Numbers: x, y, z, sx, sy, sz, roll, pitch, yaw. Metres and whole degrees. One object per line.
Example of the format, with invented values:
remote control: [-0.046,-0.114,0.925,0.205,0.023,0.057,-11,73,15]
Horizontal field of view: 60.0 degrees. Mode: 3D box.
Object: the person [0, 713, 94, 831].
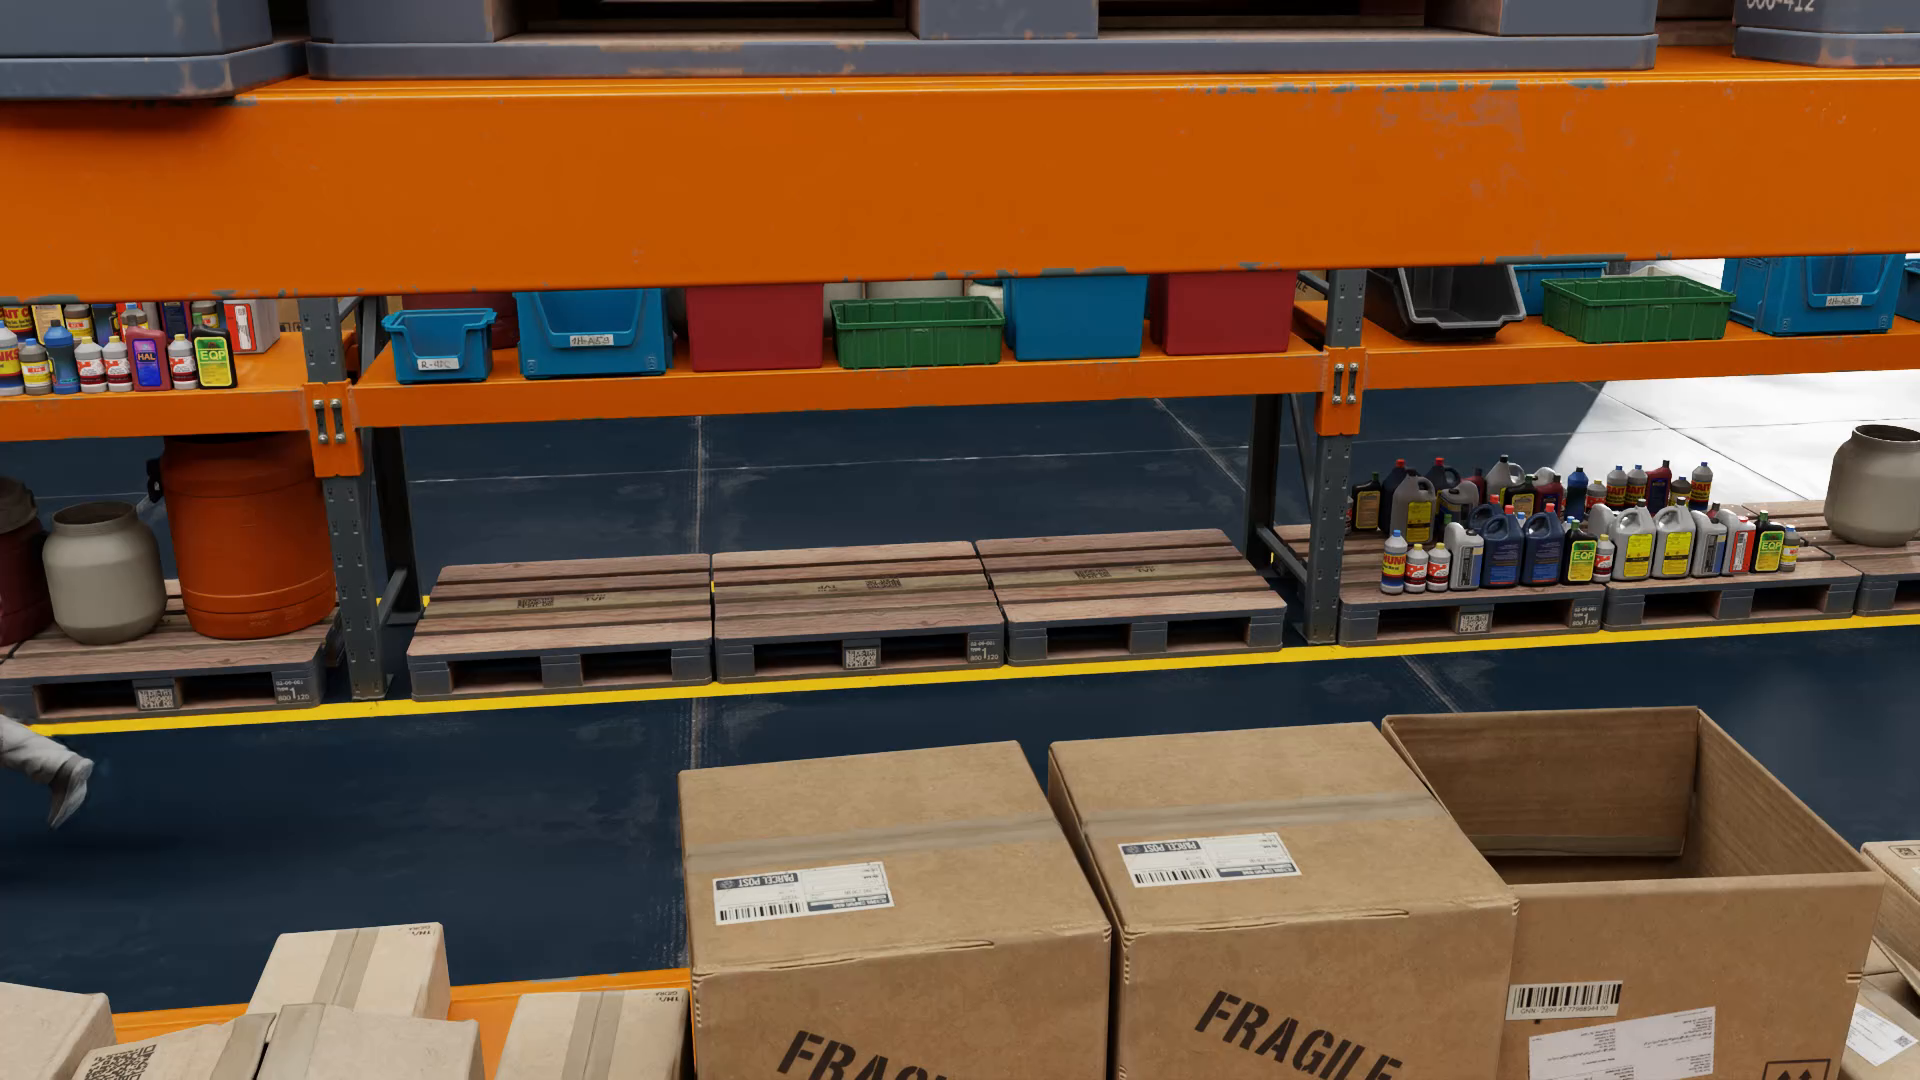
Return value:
person: [-3.248,0.297,5.212,0.592,1.640,0.477,-1,20,-3]
